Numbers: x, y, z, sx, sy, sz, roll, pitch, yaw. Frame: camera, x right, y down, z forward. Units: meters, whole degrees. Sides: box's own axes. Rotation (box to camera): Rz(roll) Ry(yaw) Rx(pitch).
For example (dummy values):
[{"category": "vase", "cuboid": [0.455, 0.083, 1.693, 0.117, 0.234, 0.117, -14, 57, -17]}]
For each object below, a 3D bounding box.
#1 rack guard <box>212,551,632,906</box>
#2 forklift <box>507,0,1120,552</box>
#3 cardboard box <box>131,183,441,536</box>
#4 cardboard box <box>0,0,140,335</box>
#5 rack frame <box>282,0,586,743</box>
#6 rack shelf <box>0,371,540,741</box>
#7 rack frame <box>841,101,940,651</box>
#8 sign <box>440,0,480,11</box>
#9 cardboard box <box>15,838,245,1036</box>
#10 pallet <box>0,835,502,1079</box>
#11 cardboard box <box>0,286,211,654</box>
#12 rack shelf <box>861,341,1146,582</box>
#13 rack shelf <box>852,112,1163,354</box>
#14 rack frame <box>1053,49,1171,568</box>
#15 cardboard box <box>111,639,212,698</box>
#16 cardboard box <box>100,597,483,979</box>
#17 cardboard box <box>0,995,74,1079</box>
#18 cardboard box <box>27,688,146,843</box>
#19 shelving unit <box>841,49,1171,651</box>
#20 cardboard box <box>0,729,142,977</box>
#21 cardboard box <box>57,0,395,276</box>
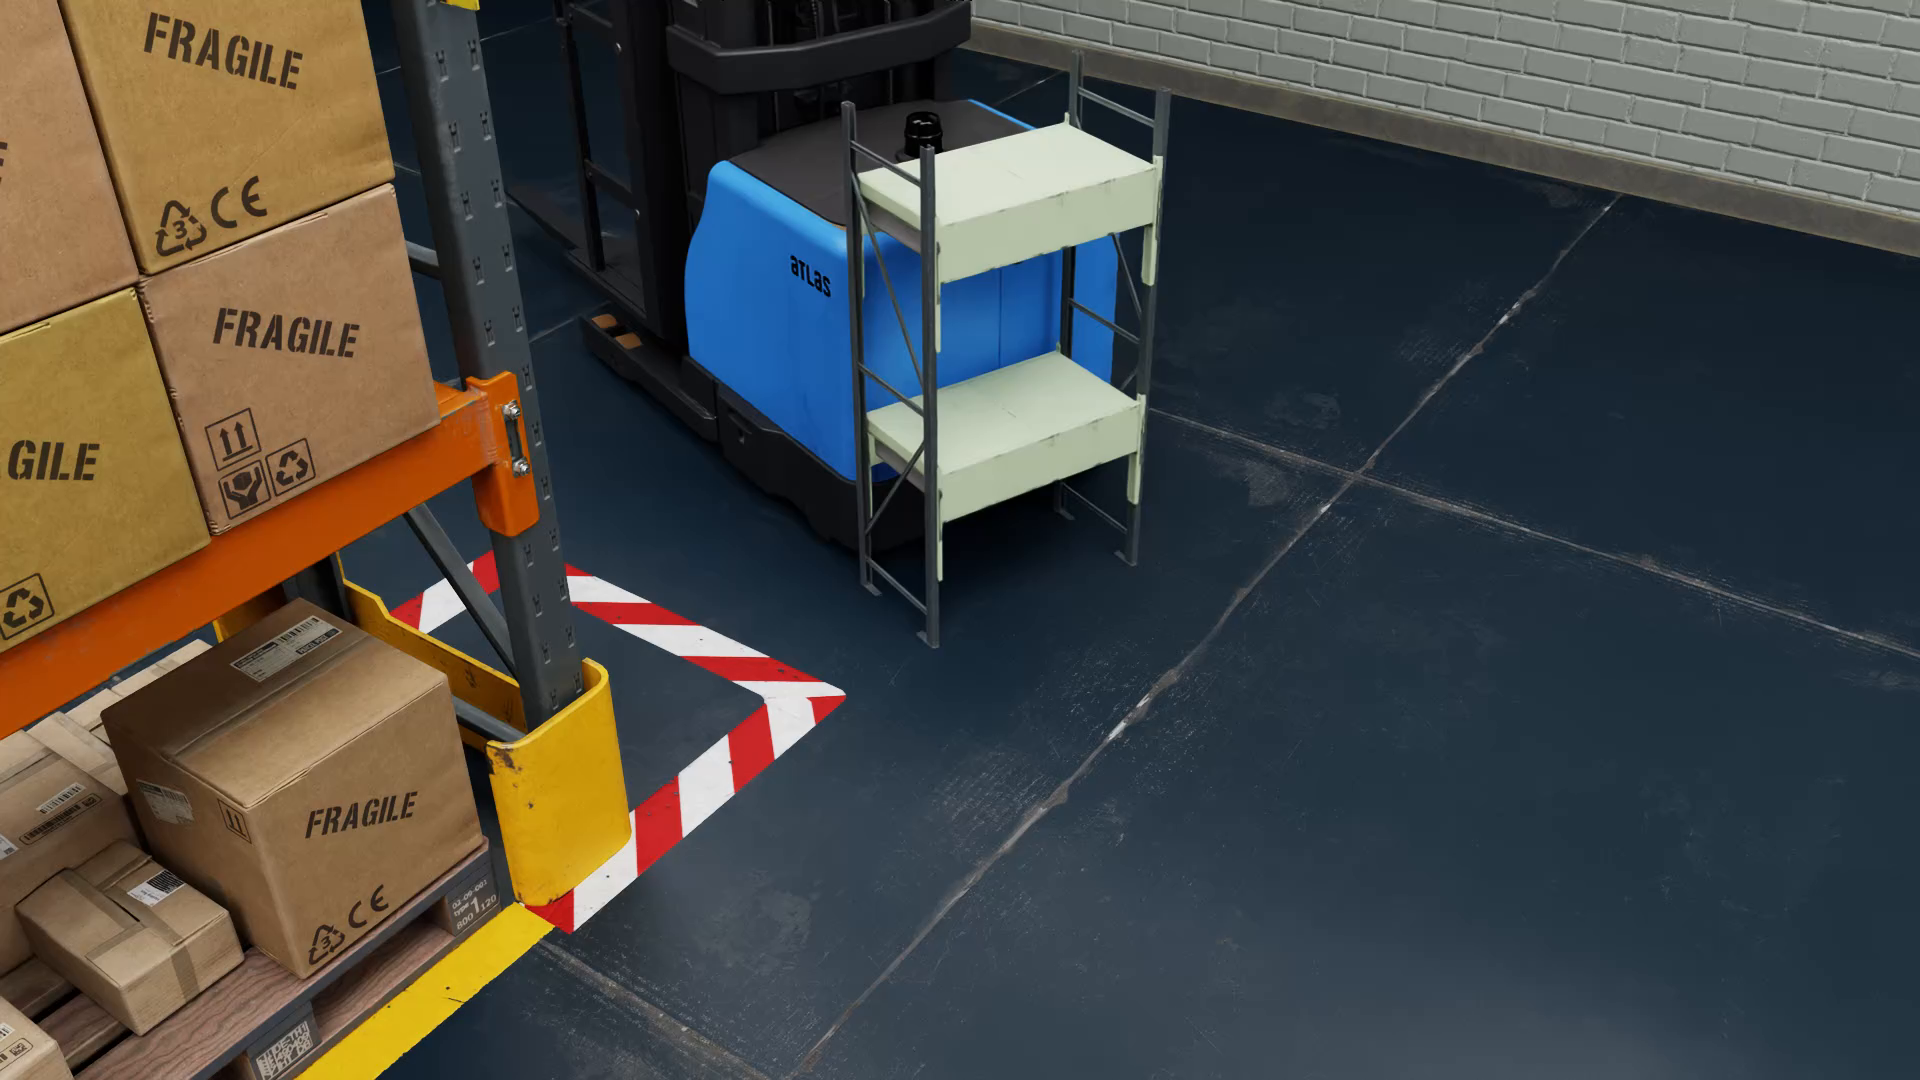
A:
[{"category": "rack guard", "cuboid": [-1.374, 0.414, 4.191, 1.175, 0.500, 0.348, 21, 39, 28]}, {"category": "forklift", "cuboid": [-0.766, -1.951, 5.519, 1.130, 2.935, 3.031, -22, 40, -29]}, {"category": "cardboard box", "cuboid": [-1.363, -0.404, 3.081, 0.500, 0.500, 0.500, 23, 40, 30]}, {"category": "cardboard box", "cuboid": [-1.646, -0.586, 2.457, 0.500, 0.500, 0.500, 22, 40, 29]}, {"category": "rack frame", "cuboid": [-1.331, -0.656, 3.542, 1.000, 3.000, 0.127, 21, 39, 28]}, {"category": "rack shelf", "cuboid": [-2.471, 0.562, 2.383, 1.077, 0.370, 4.000, 21, 39, 28]}, {"category": "rack frame", "cuboid": [-0.180, -0.399, 4.501, 0.023, 1.500, 0.400, -21, 39, -28]}, {"category": "sign", "cuboid": [-0.886, -1.080, 2.854, 0.100, 0.325, 0.005, 21, 39, 28]}, {"category": "cardboard box", "cuboid": [-1.743, 0.822, 3.493, 0.380, 0.166, 0.250, 21, 39, 28]}, {"category": "pallet", "cuboid": [-1.828, 0.901, 3.729, 1.003, 0.211, 1.213, 21, 39, 28]}, {"category": "cardboard box", "cuboid": [-1.655, -0.165, 2.726, 0.500, 0.500, 0.500, 22, 40, 29]}, {"category": "rack shelf", "cuboid": [0.122, -0.244, 4.855, 0.720, 0.370, 0.431, -21, 39, -28]}, {"category": "rack shelf", "cuboid": [0.122, -0.838, 4.453, 0.720, 0.370, 0.431, -21, 39, -28]}, {"category": "rack frame", "cuboid": [0.424, -0.630, 4.843, 0.023, 1.500, 0.400, -21, 39, -28]}, {"category": "cardboard box", "cuboid": [-1.852, 0.426, 4.095, 0.380, 0.149, 0.250, 21, 39, 28]}, {"category": "cardboard box", "cuboid": [-1.438, 0.526, 3.633, 0.500, 0.500, 0.500, 21, 39, 28]}, {"category": "cardboard box", "cuboid": [-2.005, 1.057, 3.071, 0.500, 0.250, 0.500, 21, 39, 28]}, {"category": "cardboard box", "cuboid": [-1.994, 0.533, 3.920, 0.380, 0.166, 0.250, 21, 39, 28]}, {"category": "shelving unit", "cuboid": [0.122, -0.514, 4.672, 0.755, 1.500, 0.431, -21, 39, -28]}, {"category": "cardboard box", "cuboid": [-2.159, 0.690, 3.613, 0.500, 0.250, 0.500, 21, 39, 28]}, {"category": "cardboard box", "cuboid": [-1.359, -0.819, 2.802, 0.500, 0.500, 0.500, 21, 39, 28]}]
